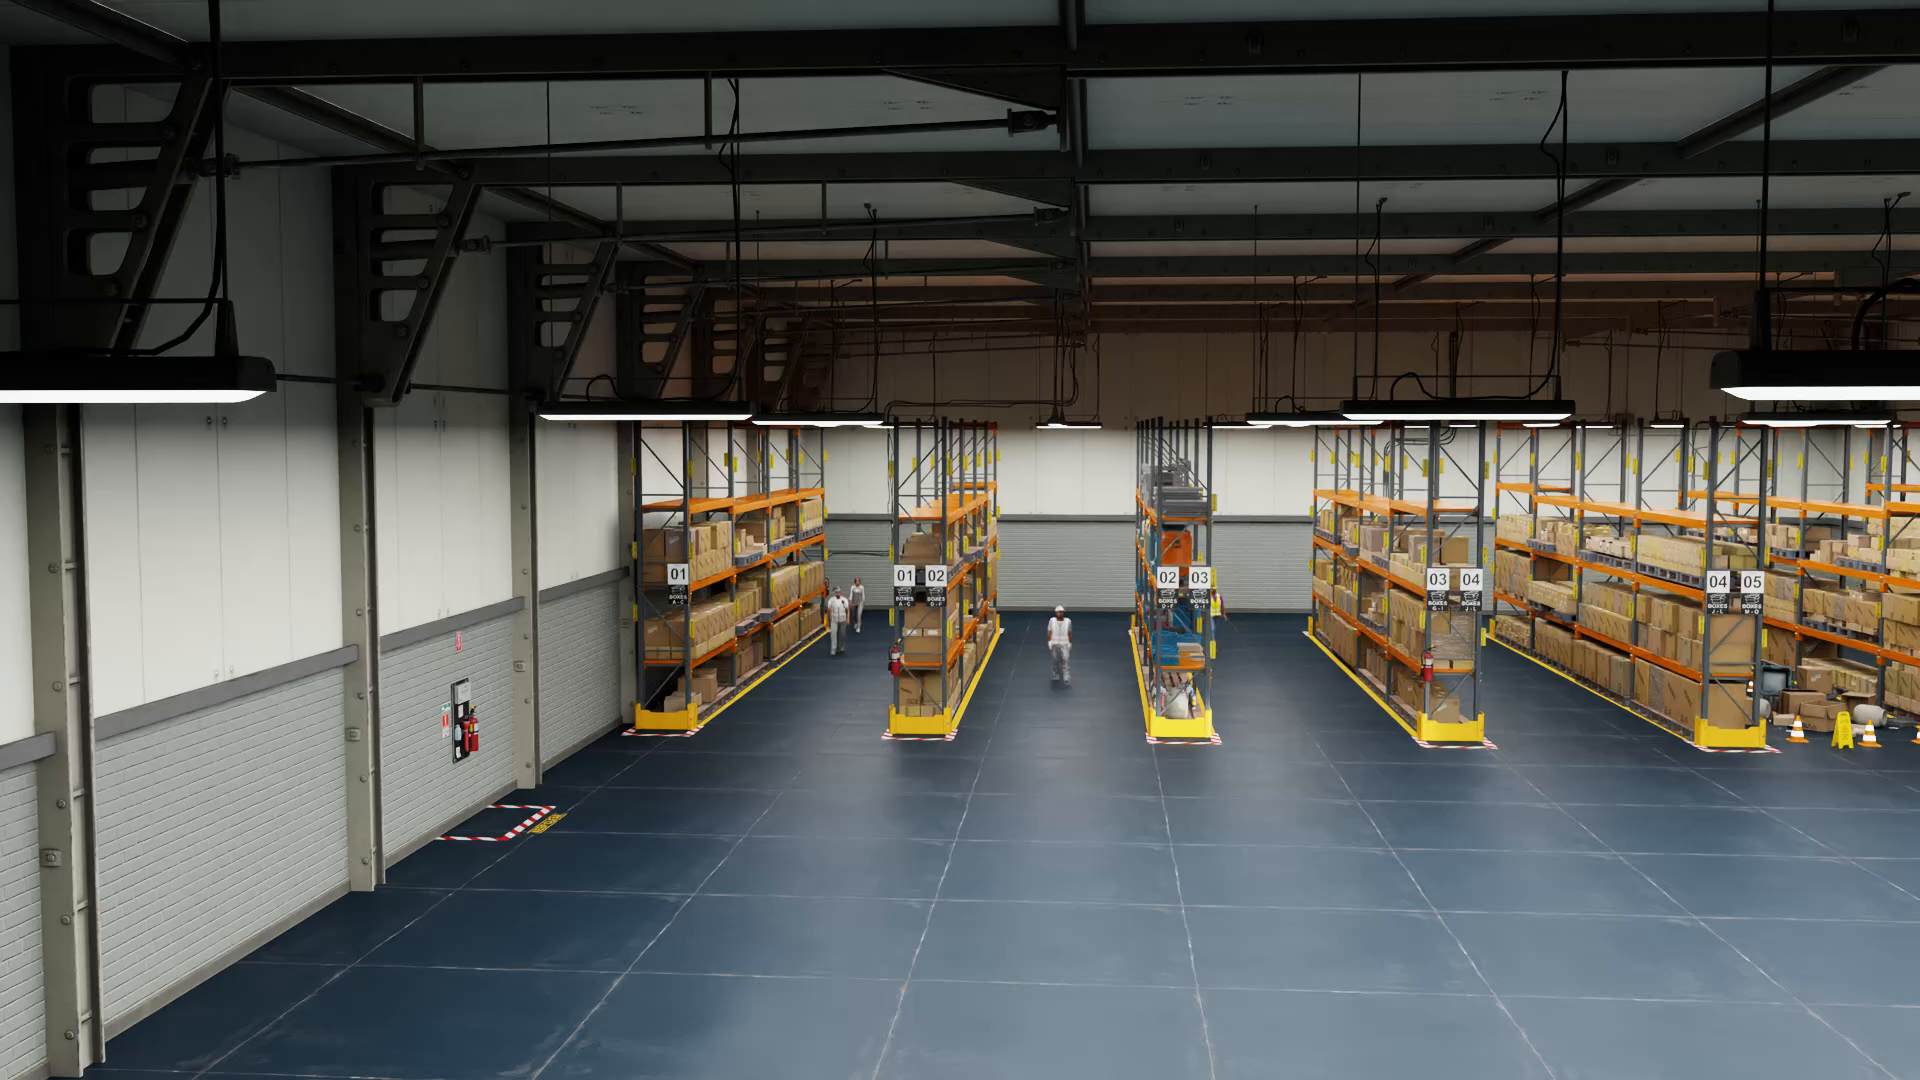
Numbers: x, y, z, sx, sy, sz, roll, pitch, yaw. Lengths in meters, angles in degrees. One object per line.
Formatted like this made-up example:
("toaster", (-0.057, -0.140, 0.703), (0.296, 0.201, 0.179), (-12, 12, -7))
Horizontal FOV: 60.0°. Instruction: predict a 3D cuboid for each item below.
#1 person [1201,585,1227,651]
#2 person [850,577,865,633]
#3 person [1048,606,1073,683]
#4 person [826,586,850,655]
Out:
("person", (6.653, 1.996, 43.383), (0.623, 1.746, 0.748), (-1, 4, -19))
("person", (-2.929, 1.829, 47.458), (0.412, 1.551, 0.899), (0, 4, 4))
("person", (2.265, 2.364, 37.766), (0.572, 1.727, 1.043), (1, 4, 11))
("person", (-3.139, 2.050, 42.726), (0.614, 1.703, 1.062), (0, 4, -6))
